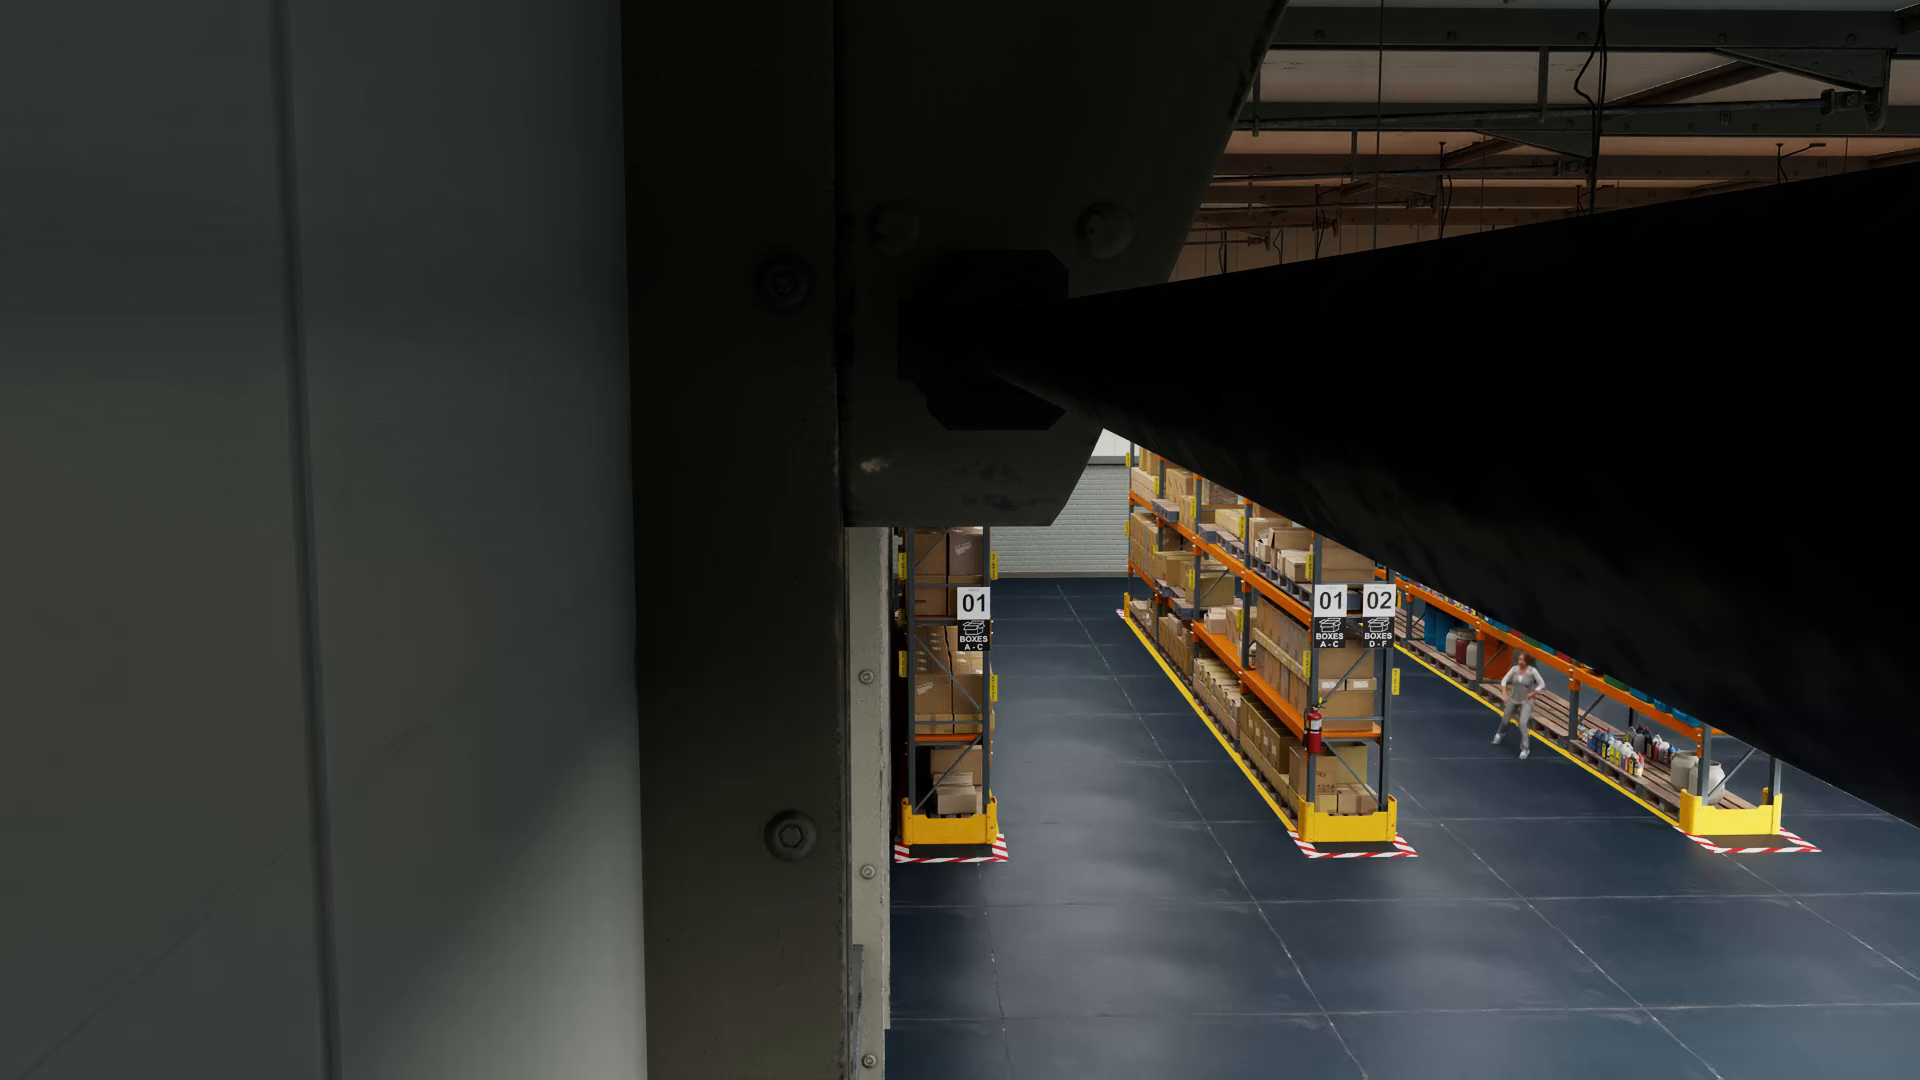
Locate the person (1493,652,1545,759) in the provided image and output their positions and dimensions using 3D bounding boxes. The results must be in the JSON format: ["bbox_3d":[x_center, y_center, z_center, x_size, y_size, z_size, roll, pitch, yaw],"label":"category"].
[{"bbox_3d":[8.292,2.422,24.706,0.743,1.589,0.626,4,8,30],"label":"person"}]
